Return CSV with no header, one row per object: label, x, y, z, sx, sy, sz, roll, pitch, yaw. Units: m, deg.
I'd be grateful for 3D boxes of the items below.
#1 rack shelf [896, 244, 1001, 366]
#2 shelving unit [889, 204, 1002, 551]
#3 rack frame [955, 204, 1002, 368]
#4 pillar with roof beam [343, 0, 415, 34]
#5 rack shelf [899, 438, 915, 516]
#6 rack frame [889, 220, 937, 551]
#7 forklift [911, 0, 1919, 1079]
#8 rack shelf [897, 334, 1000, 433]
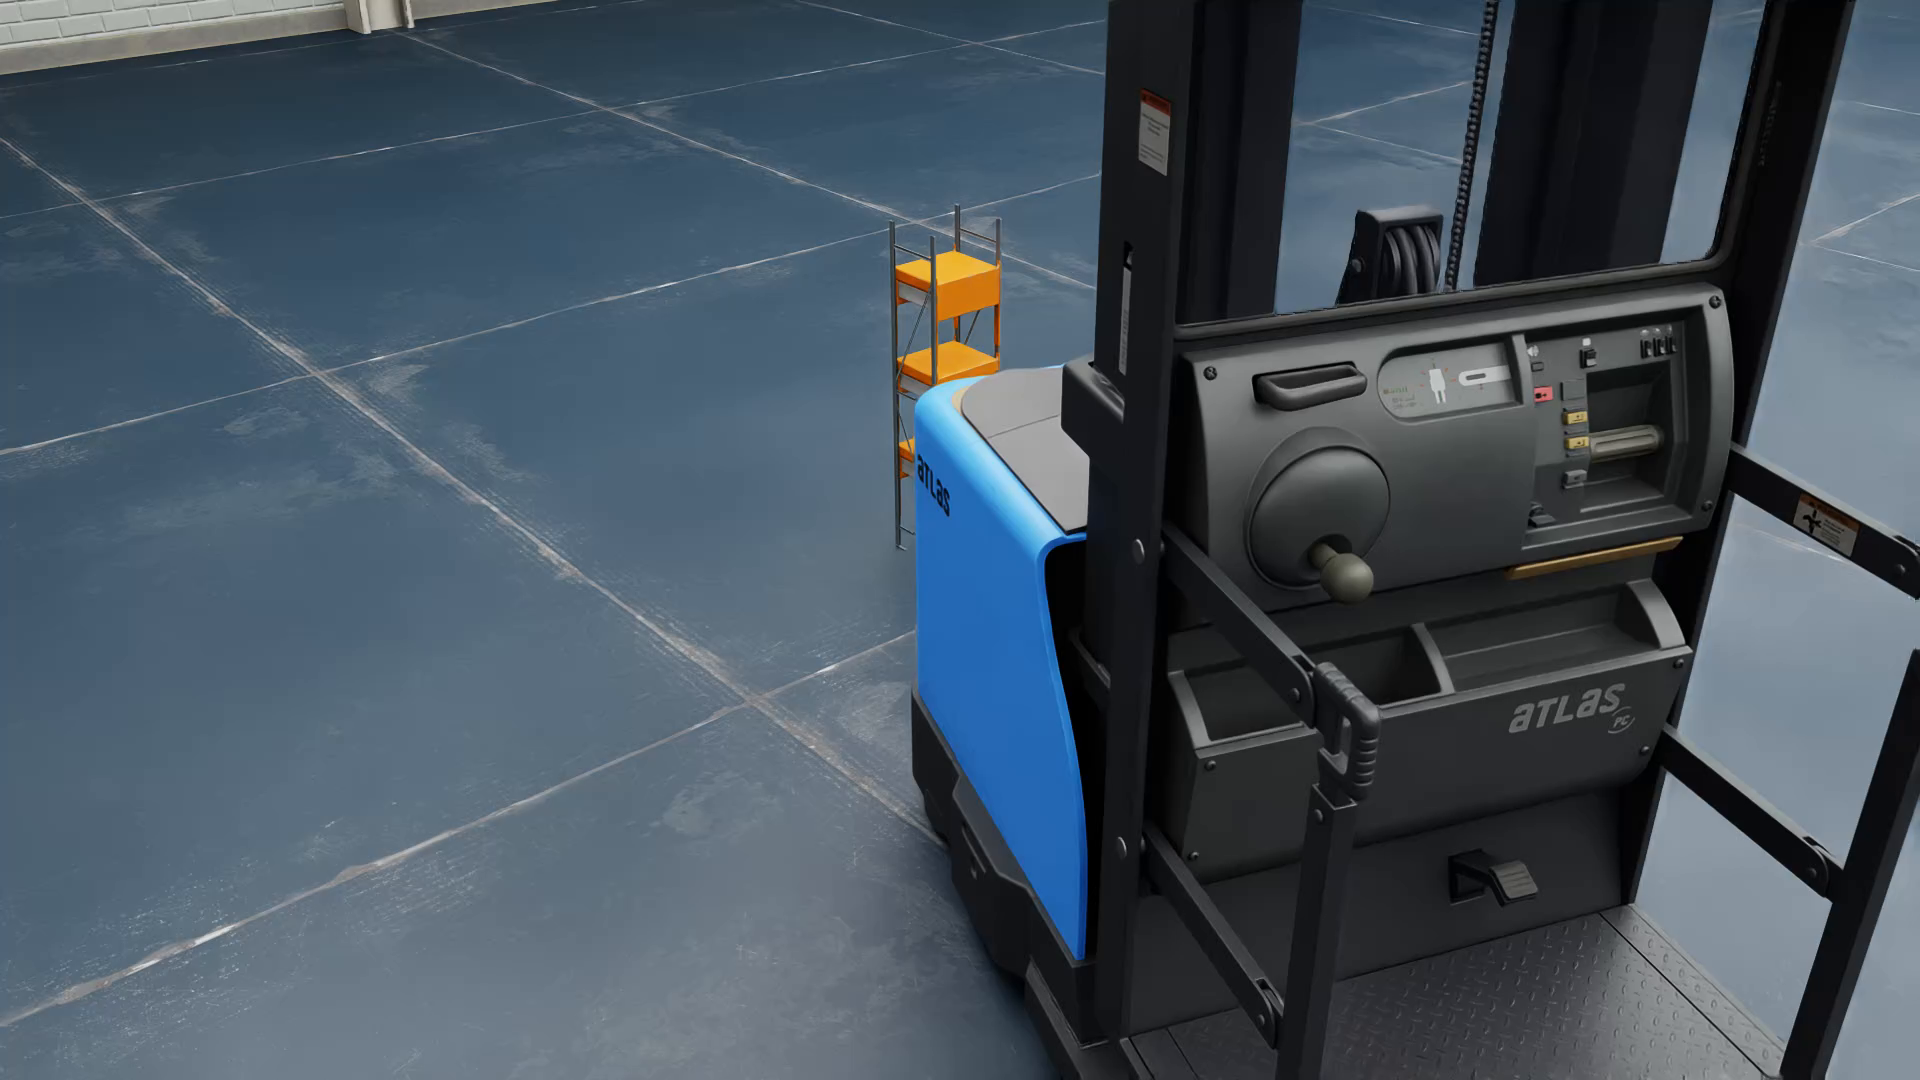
rack shelf,-0.041,-0.688,4.843,0.240,0.259,0.215,-22,35,-35
shelving unit,-0.041,-0.447,4.972,0.252,1.050,0.215,-22,35,-35
rack frame,0.052,-0.484,5.042,0.008,1.050,0.200,-22,35,-35
pillar with roof beam,-1.526,-6.251,7.399,0.400,9.000,9.100,-22,35,-35
rack shelf,-0.041,-0.192,5.108,0.240,0.259,0.215,-22,35,-35
rack frame,-0.134,-0.409,4.902,0.008,1.050,0.200,-22,35,-35
forklift,0.851,-0.107,2.341,1.130,2.935,3.031,-9,30,-17
rack shelf,-0.041,-0.437,4.977,0.240,0.259,0.215,-22,35,-35
